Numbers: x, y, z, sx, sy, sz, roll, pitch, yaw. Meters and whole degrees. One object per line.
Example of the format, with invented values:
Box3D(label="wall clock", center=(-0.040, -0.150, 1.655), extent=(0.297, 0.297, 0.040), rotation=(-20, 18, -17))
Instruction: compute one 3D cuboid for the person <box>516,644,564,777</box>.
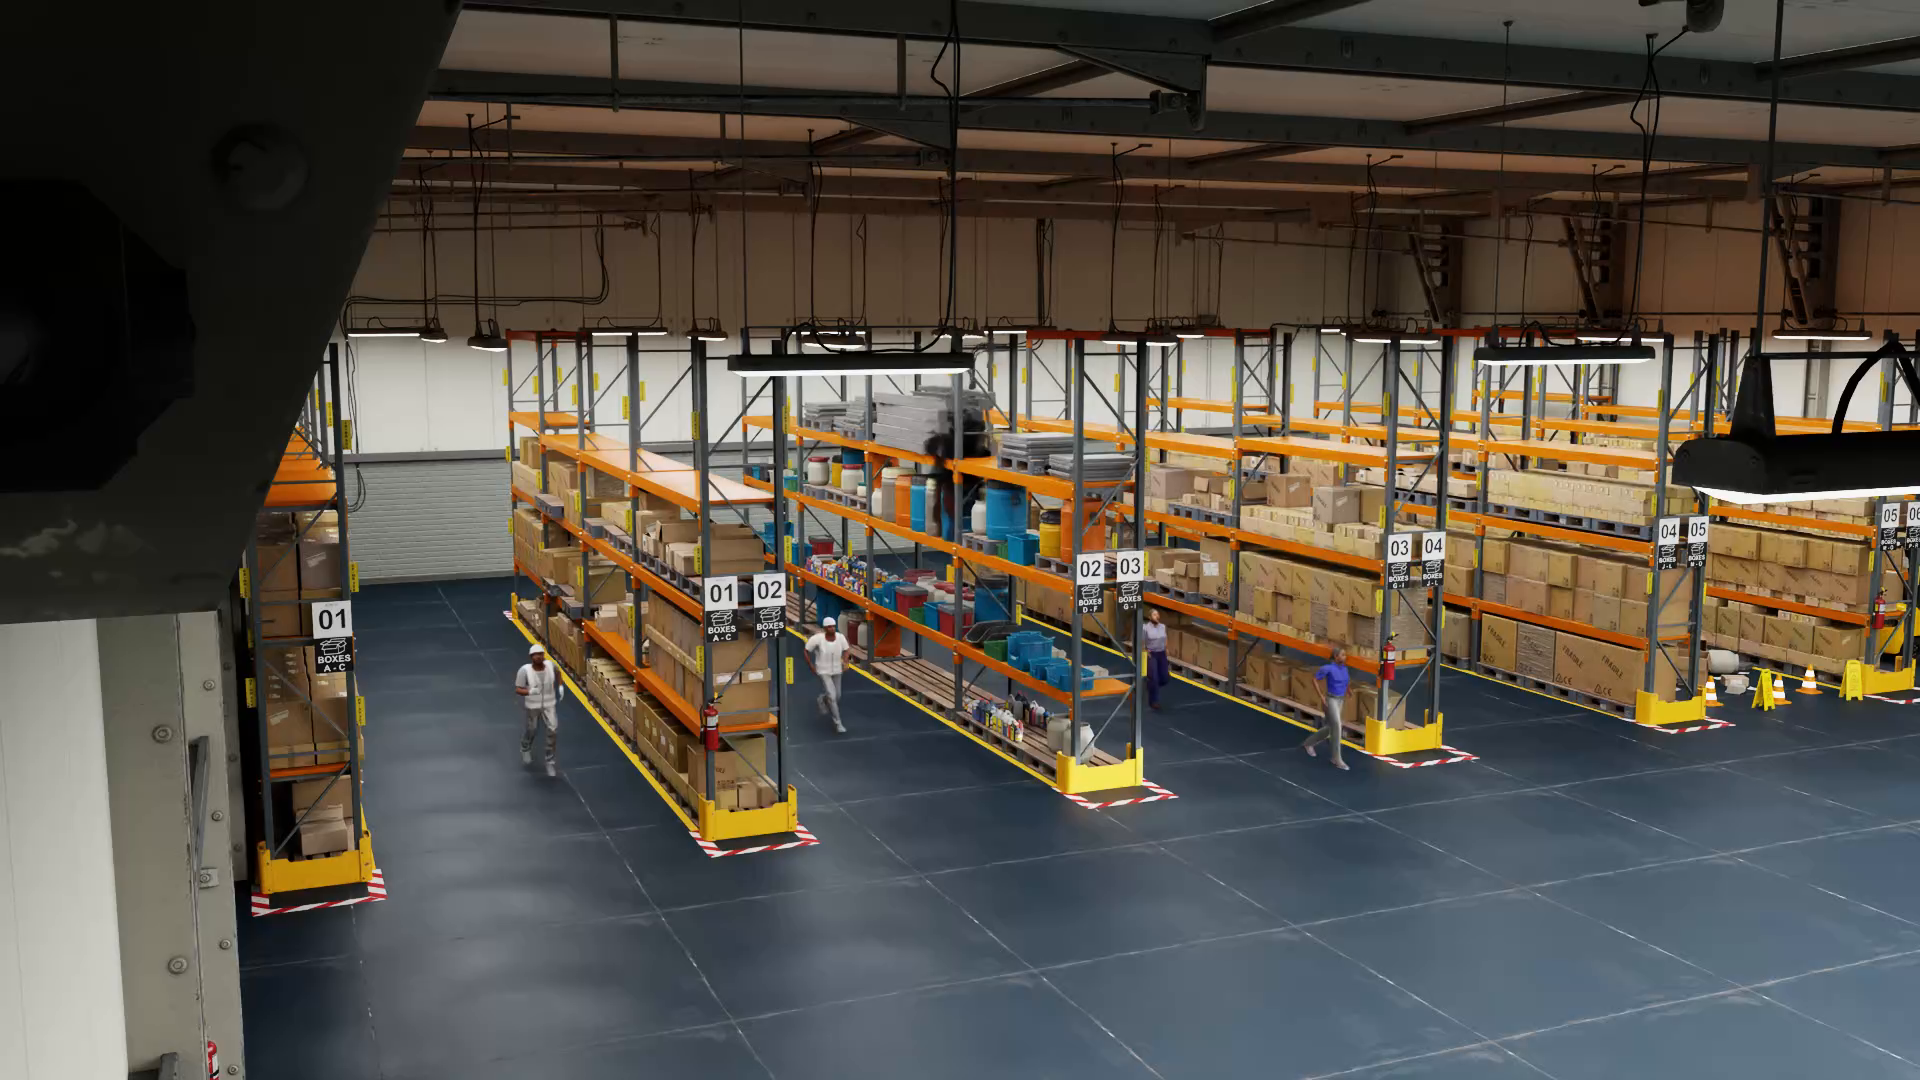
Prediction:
Box3D(label="person", center=(-5.817, 2.326, 23.033), extent=(0.693, 1.828, 0.922), rotation=(-4, 9, -26))

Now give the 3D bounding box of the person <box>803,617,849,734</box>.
Box3D(label="person", center=(-2.016, 2.026, 25.439), extent=(0.726, 1.749, 0.898), rotation=(-4, 9, -28))

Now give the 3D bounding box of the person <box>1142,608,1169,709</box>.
Box3D(label="person", center=(3.115, 1.895, 26.858), extent=(0.608, 1.595, 0.580), rotation=(-3, 8, -24))

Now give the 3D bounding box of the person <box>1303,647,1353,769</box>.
Box3D(label="person", center=(5.274, 2.337, 23.542), extent=(0.597, 1.664, 0.802), rotation=(-7, 11, -43))
